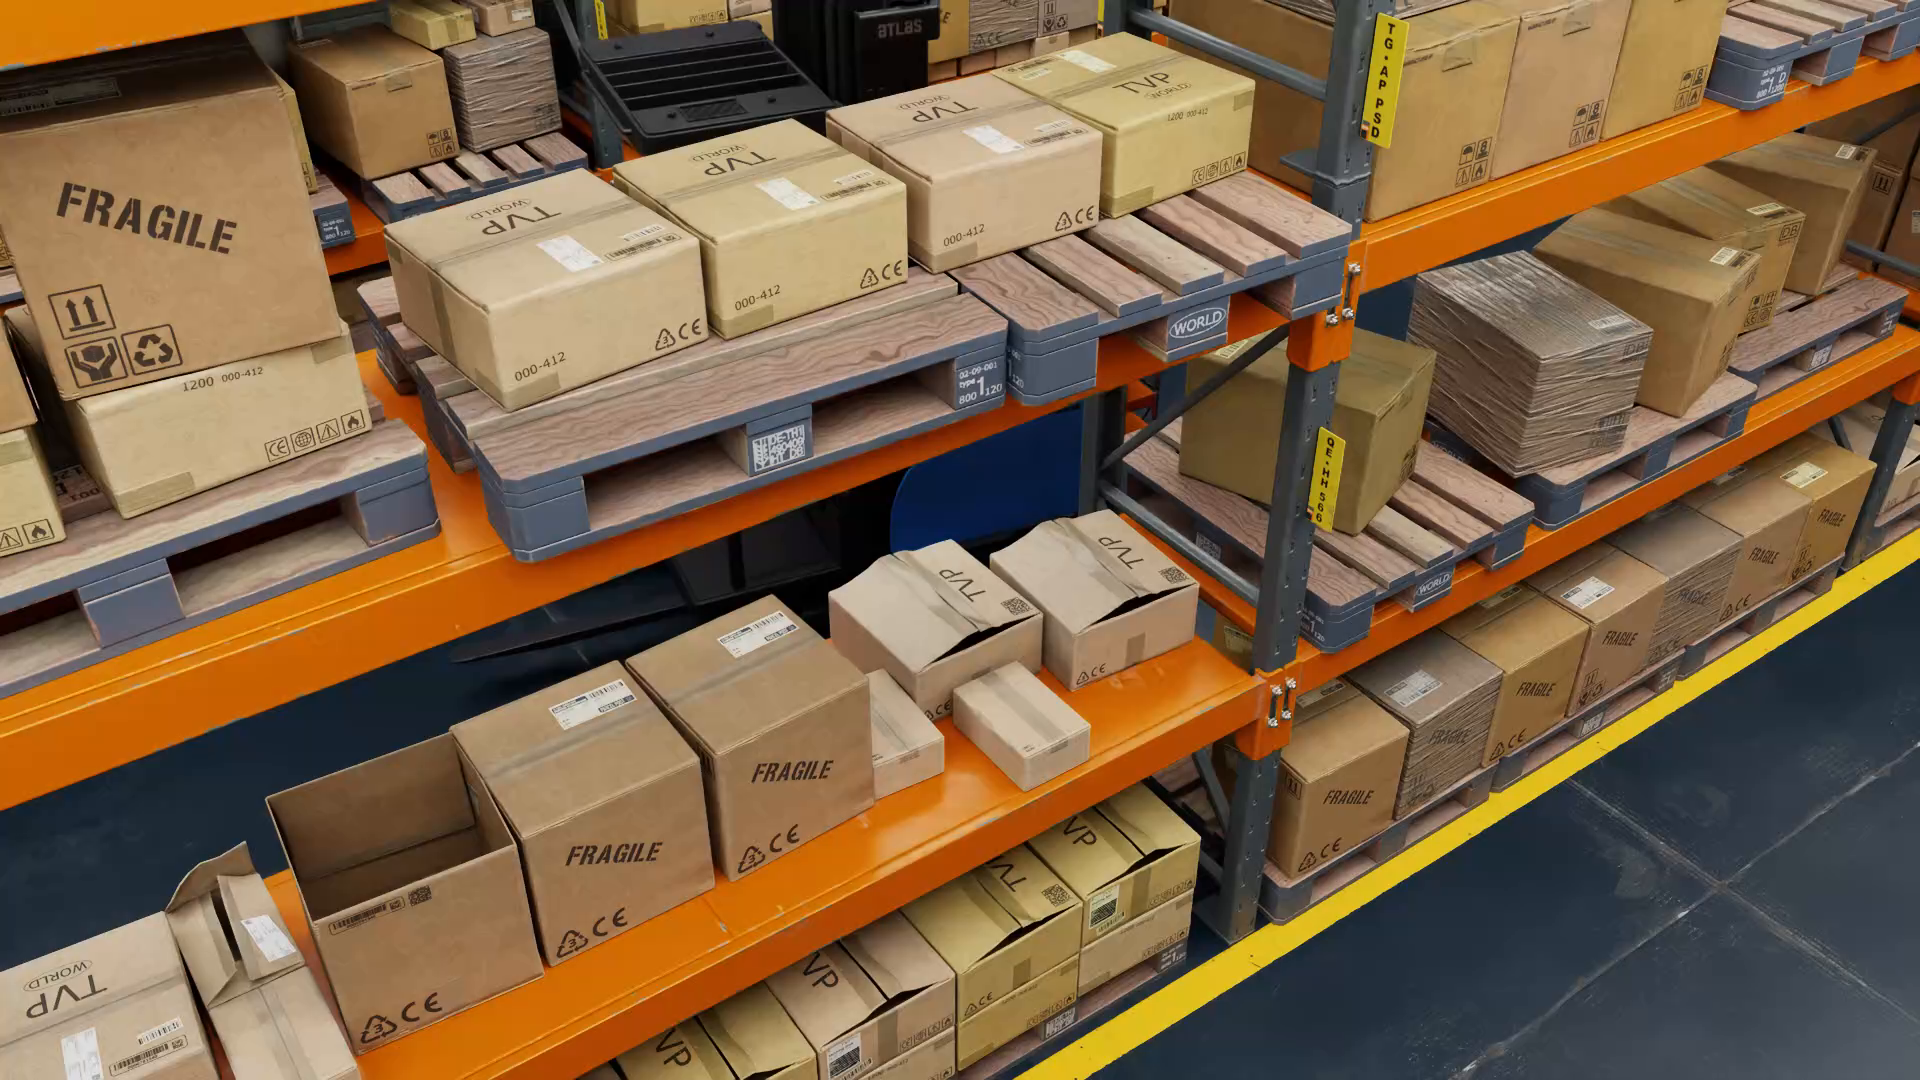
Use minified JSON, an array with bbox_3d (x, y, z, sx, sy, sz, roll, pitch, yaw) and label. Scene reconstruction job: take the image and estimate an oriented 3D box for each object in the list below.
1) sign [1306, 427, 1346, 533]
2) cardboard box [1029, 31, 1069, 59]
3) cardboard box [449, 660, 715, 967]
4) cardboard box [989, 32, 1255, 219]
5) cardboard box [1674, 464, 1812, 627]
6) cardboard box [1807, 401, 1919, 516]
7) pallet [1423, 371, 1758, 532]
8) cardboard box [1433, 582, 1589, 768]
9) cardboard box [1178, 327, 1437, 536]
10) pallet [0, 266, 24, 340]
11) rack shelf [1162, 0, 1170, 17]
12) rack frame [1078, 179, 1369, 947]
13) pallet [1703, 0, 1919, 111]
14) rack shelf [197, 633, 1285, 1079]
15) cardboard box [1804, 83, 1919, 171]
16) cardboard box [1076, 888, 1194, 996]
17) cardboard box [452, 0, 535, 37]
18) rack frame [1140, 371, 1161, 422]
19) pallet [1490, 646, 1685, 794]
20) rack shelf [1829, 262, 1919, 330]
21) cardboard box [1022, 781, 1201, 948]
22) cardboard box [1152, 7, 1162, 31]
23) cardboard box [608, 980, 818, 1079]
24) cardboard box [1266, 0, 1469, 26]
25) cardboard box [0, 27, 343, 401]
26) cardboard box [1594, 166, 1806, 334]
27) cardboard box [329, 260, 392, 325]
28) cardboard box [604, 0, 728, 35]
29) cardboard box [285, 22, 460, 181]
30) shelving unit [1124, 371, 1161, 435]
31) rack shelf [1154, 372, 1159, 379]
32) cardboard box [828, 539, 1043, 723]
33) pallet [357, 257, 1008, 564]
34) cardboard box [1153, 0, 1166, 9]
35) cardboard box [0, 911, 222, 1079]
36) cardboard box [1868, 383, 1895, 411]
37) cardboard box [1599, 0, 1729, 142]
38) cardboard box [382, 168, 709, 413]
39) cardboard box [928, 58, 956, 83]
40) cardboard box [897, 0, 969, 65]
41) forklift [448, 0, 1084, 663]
[{"bbox_3d":[1.084,-0.176,4.934,0.005,0.325,0.100,-22,41,-28],"label":"sign"},{"bbox_3d":[0.449,-3.057,10.129,0.250,0.149,0.380,-22,41,-28],"label":"cardboard box"},{"bbox_3d":[-1.030,0.739,4.568,0.500,0.500,0.500,-22,41,-28],"label":"cardboard box"},{"bbox_3d":[0.424,-1.118,4.435,0.500,0.250,0.500,-26,43,-31],"label":"cardboard box"},{"bbox_3d":[3.384,-0.014,7.465,0.500,0.500,0.500,-22,41,-28],"label":"cardboard box"},{"bbox_3d":[4.499,-0.440,8.219,0.500,0.311,0.500,-22,41,-28],"label":"cardboard box"},{"bbox_3d":[2.349,-0.548,6.608,1.213,0.211,1.003,-22,41,-28],"label":"pallet"},{"bbox_3d":[2.136,0.505,6.743,0.500,0.500,0.500,-23,42,-28],"label":"cardboard box"},{"bbox_3d":[1.212,-0.446,5.856,0.700,0.500,0.500,23,41,28],"label":"cardboard box"},{"bbox_3d":[-4.656,-1.097,7.371,1.213,0.211,1.003,-22,41,-28],"label":"pallet"},{"bbox_3d":[2.810,-4.059,11.941,4.000,0.370,1.077,-22,41,-28],"label":"rack shelf"},{"bbox_3d":[0.762,0.030,5.639,0.127,3.000,1.000,-22,41,-28],"label":"rack frame"},{"bbox_3d":[2.612,-1.921,5.943,1.003,0.211,1.213,-22,41,-28],"label":"pallet"},{"bbox_3d":[-0.873,0.995,4.914,4.000,0.370,1.077,-22,41,-28],"label":"rack shelf"},{"bbox_3d":[4.296,-2.055,7.597,0.500,0.500,0.500,-22,41,-28],"label":"cardboard box"},{"bbox_3d":[0.472,1.269,5.911,0.500,0.250,0.500,-21,41,-27],"label":"cardboard box"},{"bbox_3d":[-2.359,-2.685,8.396,0.250,0.149,0.380,-28,44,-33],"label":"cardboard box"},{"bbox_3d":[0.921,-0.793,8.325,0.015,1.200,0.240,-19,40,-24],"label":"rack frame"},{"bbox_3d":[2.390,0.521,7.345,1.213,0.211,1.003,-22,41,-28],"label":"pallet"},{"bbox_3d":[5.666,-1.696,8.655,4.000,0.370,1.077,-22,41,-28],"label":"rack shelf"},{"bbox_3d":[0.476,1.042,5.747,0.500,0.311,0.500,-21,41,-27],"label":"cardboard box"},{"bbox_3d":[1.062,-3.336,10.517,0.250,0.149,0.380,-22,41,-27],"label":"cardboard box"},{"bbox_3d":[-0.770,1.556,5.033,0.500,0.311,0.500,-21,41,-27],"label":"cardboard box"},{"bbox_3d":[1.122,-1.778,4.642,0.500,0.500,0.500,-22,41,-28],"label":"cardboard box"},{"bbox_3d":[-1.529,-0.647,3.139,0.500,0.500,0.500,-18,40,-24],"label":"cardboard box"},{"bbox_3d":[2.990,-1.212,6.921,0.500,0.500,0.700,-16,39,-21],"label":"cardboard box"},{"bbox_3d":[-3.155,-1.372,8.711,0.500,0.250,0.500,-22,41,-27],"label":"cardboard box"},{"bbox_3d":[-1.552,-2.846,8.638,0.500,0.250,0.500,-21,41,-27],"label":"cardboard box"},{"bbox_3d":[-2.914,-2.188,8.261,0.500,0.500,0.700,-27,43,-32],"label":"cardboard box"},{"bbox_3d":[0.710,-0.722,8.226,0.503,1.200,0.258,-19,40,-24],"label":"shelving unit"},{"bbox_3d":[0.709,-0.849,8.135,0.480,0.148,0.258,-19,40,-24],"label":"rack shelf"},{"bbox_3d":[-0.081,0.275,5.375,0.500,0.311,0.500,-23,42,-28],"label":"cardboard box"},{"bbox_3d":[-0.654,-0.462,3.917,1.213,0.211,1.003,-20,40,-26],"label":"pallet"},{"bbox_3d":[0.943,-3.572,10.290,0.500,0.500,0.500,-23,42,-29],"label":"cardboard box"},{"bbox_3d":[-2.130,1.250,4.071,0.500,0.250,0.500,-20,40,-25],"label":"cardboard box"},{"bbox_3d":[4.947,-0.982,8.972,0.500,0.311,0.500,-22,41,-28],"label":"cardboard box"},{"bbox_3d":[1.941,-1.737,5.442,0.500,0.500,0.910,-22,41,-28],"label":"cardboard box"},{"bbox_3d":[-0.909,-0.566,3.667,0.500,0.250,0.500,-26,43,-32],"label":"cardboard box"},{"bbox_3d":[-0.226,-2.845,9.835,0.250,0.149,0.380,-21,41,-27],"label":"cardboard box"},{"bbox_3d":[-0.289,-3.060,9.579,0.500,0.500,0.500,-21,41,-27],"label":"cardboard box"},{"bbox_3d":[-0.933,-1.015,7.151,3.031,2.935,1.130,-14,38,-19],"label":"forklift"}]
